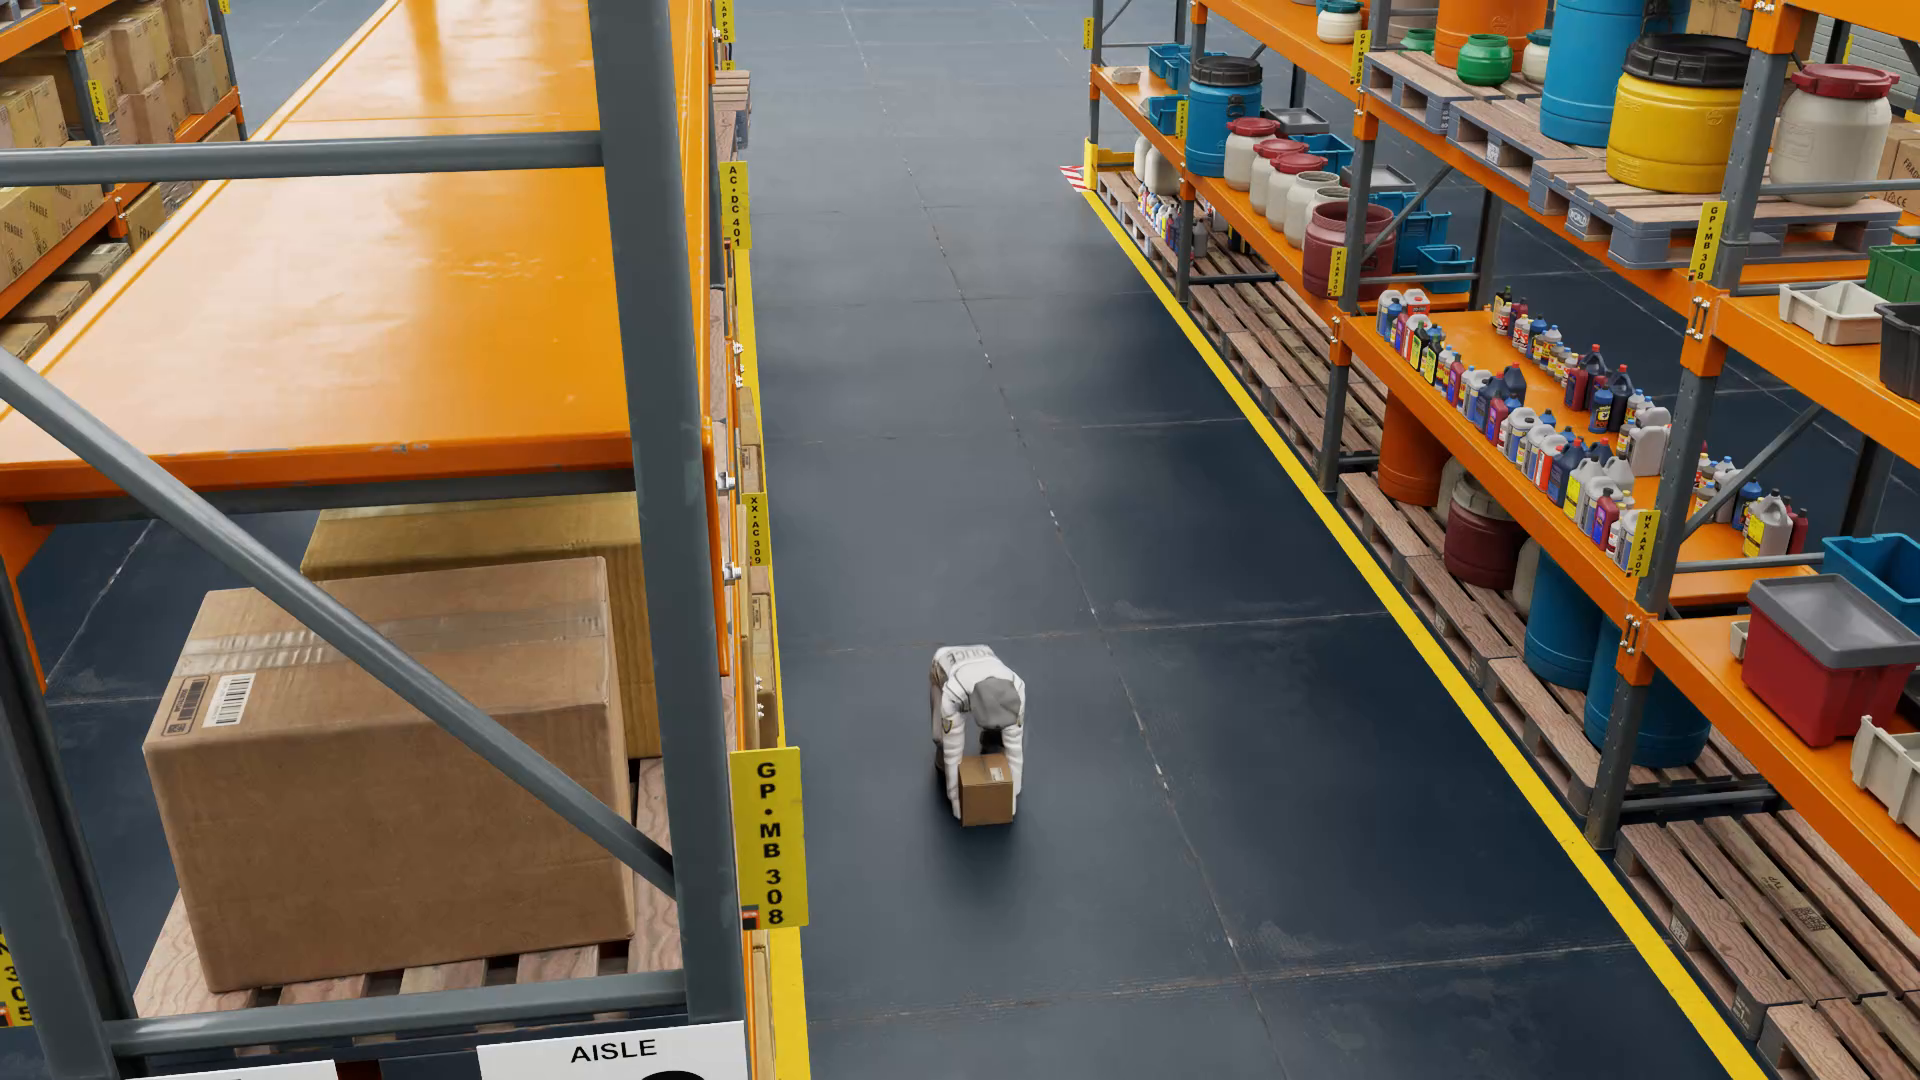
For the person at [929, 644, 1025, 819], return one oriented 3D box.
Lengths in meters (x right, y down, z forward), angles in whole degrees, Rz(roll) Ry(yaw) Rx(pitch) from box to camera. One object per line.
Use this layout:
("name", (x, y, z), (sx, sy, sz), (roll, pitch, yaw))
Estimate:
("person", (0.082, 0.894, 8.385), (0.464, 0.823, 0.898), (-4, 28, -7))
